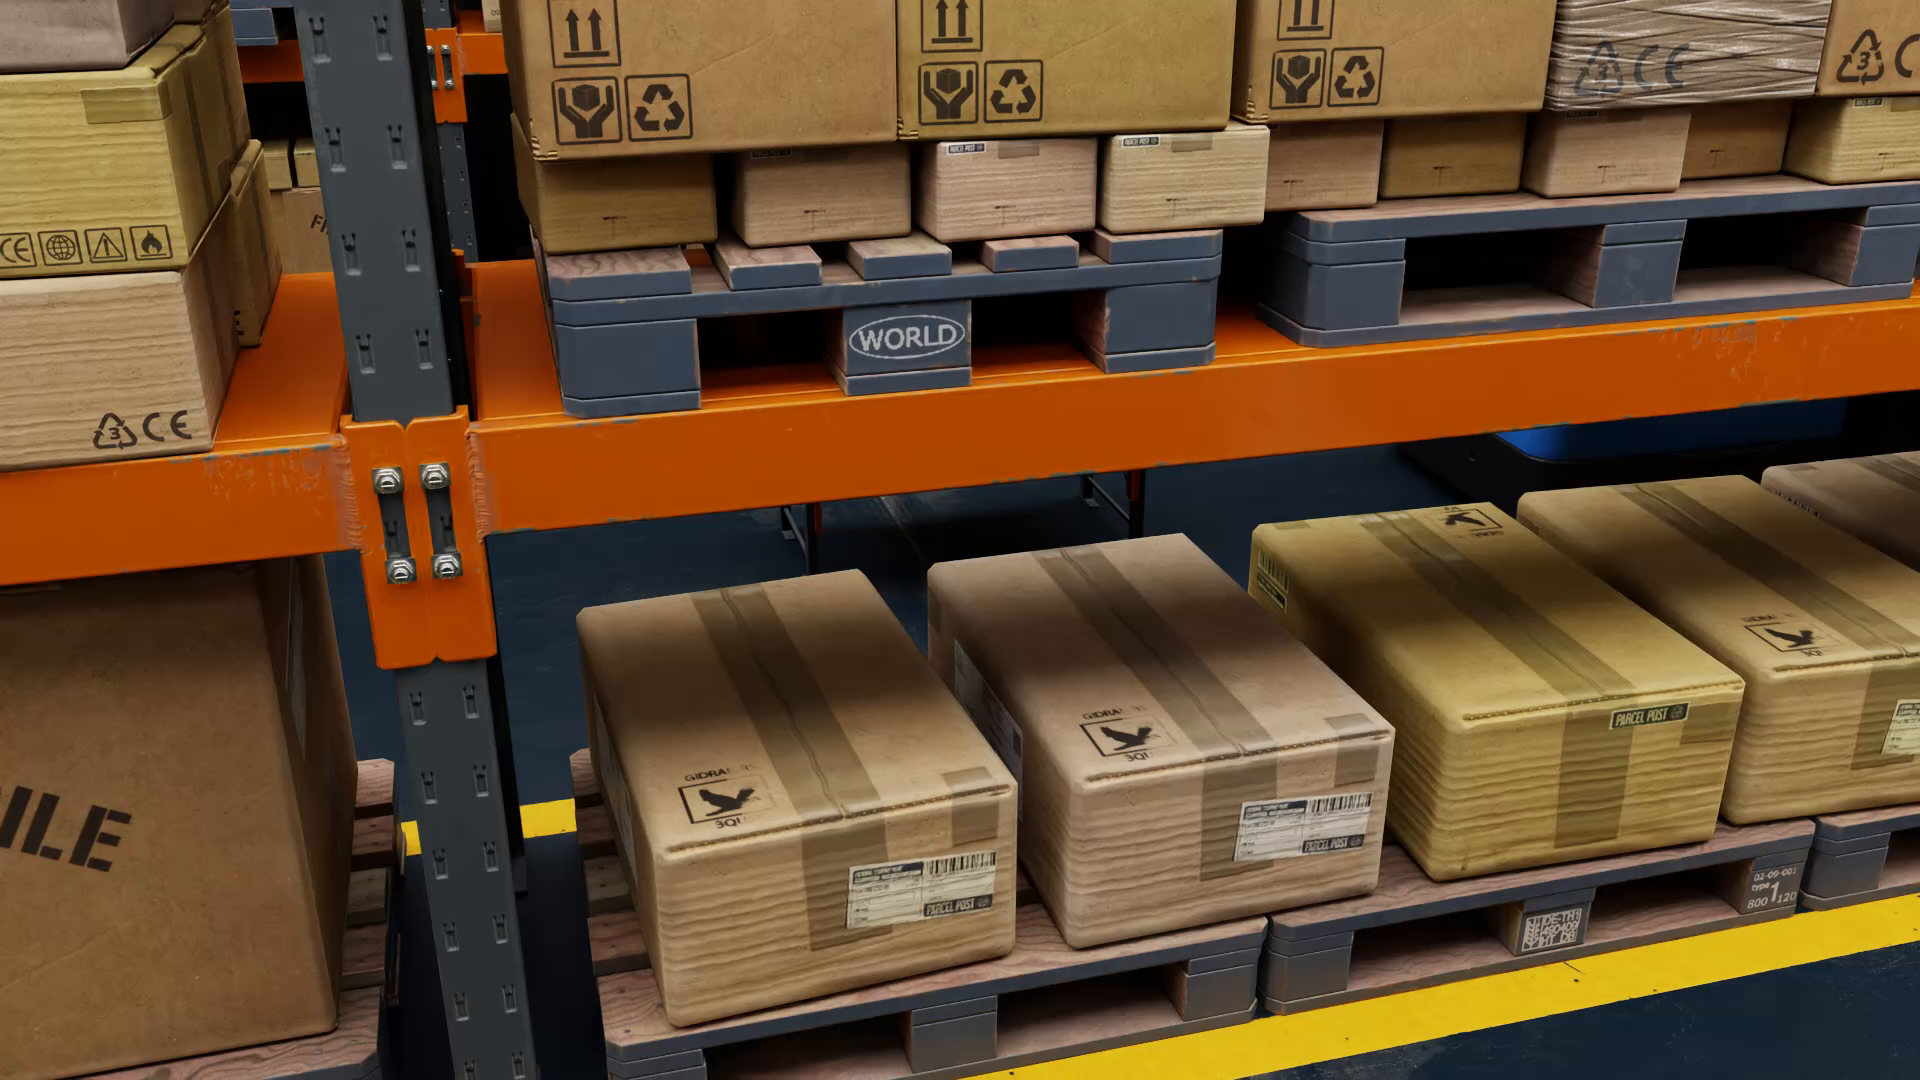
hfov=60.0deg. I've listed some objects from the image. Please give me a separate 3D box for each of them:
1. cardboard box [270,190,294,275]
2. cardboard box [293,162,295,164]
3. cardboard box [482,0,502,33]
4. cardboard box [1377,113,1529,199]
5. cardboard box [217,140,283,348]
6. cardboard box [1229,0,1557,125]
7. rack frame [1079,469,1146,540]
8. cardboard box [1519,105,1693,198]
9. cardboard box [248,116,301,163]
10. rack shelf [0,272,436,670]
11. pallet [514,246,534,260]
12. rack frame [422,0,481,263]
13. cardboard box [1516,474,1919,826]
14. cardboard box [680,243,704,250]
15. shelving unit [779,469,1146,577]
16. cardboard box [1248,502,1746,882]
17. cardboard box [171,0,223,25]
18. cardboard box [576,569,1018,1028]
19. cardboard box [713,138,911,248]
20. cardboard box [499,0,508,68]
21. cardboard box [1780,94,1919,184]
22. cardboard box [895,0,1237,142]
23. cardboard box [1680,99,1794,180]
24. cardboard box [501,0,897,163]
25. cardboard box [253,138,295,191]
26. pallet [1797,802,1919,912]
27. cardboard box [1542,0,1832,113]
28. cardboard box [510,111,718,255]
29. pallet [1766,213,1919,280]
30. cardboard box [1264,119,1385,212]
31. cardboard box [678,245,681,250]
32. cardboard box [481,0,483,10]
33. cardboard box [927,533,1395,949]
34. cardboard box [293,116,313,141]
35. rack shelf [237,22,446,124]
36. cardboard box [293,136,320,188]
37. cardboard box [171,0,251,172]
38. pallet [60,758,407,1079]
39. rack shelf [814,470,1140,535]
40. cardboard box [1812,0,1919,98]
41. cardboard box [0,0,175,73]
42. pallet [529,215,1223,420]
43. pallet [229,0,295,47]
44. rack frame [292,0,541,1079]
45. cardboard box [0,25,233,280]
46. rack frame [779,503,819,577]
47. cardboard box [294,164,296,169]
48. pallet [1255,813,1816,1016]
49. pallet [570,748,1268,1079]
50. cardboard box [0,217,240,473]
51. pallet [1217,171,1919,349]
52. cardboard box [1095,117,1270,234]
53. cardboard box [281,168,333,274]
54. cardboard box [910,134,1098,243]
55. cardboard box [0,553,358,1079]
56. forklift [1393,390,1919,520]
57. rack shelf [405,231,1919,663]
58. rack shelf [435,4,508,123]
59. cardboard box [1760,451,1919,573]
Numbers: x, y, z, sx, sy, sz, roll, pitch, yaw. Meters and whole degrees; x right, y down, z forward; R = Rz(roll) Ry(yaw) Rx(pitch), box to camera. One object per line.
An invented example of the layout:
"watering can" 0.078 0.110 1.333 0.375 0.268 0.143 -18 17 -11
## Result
"cardboard box" -3.074 -1.268 7.039 0.500 0.500 0.500 -7 24 -15
"cardboard box" -3.199 -1.461 7.488 0.500 0.500 0.500 -6 24 -14
"cardboard box" -1.747 -2.285 6.962 0.500 0.250 0.500 -6 24 -14
"cardboard box" 0.768 -0.708 2.882 0.250 0.149 0.380 -5 24 -12
"cardboard box" -1.435 -0.490 2.779 0.500 0.250 0.500 -7 24 -15
"cardboard box" 0.610 -0.969 2.667 0.500 0.500 0.500 -6 24 -13
"rack frame" 0.483 -0.570 5.153 0.032 1.125 0.500 -6 24 -14
"cardboard box" 1.037 -0.711 2.889 0.250 0.149 0.380 -6 24 -13
"cardboard box" -3.089 -1.787 7.425 0.250 0.149 0.380 -6 24 -13
"rack shelf" -2.821 0.028 2.293 4.000 0.370 1.077 -6 24 -14
"pallet" -1.437 -1.191 7.759 1.213 0.211 1.003 -6 24 -14
"rack frame" -2.240 -2.400 7.039 0.127 3.000 1.000 -6 24 -14
"cardboard box" 1.760 0.207 3.762 0.625 0.372 0.950 -5 24 -11
"cardboard box" -1.009 -1.635 7.736 0.625 0.625 0.875 -6 24 -13
"shelving unit" -0.007 -0.516 5.027 1.048 1.125 0.538 -6 24 -14
"cardboard box" 1.091 0.282 3.588 0.625 0.372 0.950 -6 24 -13
"cardboard box" -1.436 -1.062 2.525 0.500 0.500 0.500 -7 24 -16
"cardboard box" -0.349 0.442 3.215 0.625 0.372 0.950 -8 24 -18
"cardboard box" -0.251 -0.575 2.571 0.250 0.149 0.380 -8 24 -18
"cardboard box" -0.533 -1.045 2.846 0.500 0.500 0.500 -7 24 -16
"cardboard box" 1.549 -0.757 2.995 0.250 0.149 0.380 -6 24 -14
"cardboard box" 0.100 -0.910 2.529 0.500 0.500 0.500 -5 24 -12
"cardboard box" 1.267 -0.768 3.021 0.250 0.149 0.380 -7 24 -16
"cardboard box" -0.400 -0.851 2.394 0.500 0.500 0.500 -7 24 -16
"cardboard box" -2.901 -1.553 6.879 0.250 0.149 0.380 -8 24 -17
"pallet" 2.207 0.423 3.996 1.213 0.211 1.003 -6 24 -14
"cardboard box" 1.093 -1.019 2.784 0.500 0.500 0.500 -7 24 -16
"cardboard box" -0.532 -0.557 2.531 0.250 0.149 0.380 -8 24 -17
"pallet" 2.181 -0.828 3.618 1.213 0.211 1.003 -6 24 -14
"cardboard box" 0.506 -0.663 2.777 0.250 0.149 0.380 -5 24 -11
"cardboard box" -1.636 -1.563 7.567 0.625 0.625 0.875 -6 24 -13
"cardboard box" -1.876 -2.476 7.406 0.500 0.250 0.500 -7 24 -15
"cardboard box" 0.360 0.361 3.405 0.625 0.372 0.950 -7 24 -15
"cardboard box" -2.826 -1.805 7.467 0.250 0.149 0.380 -5 24 -12
"rack shelf" -4.166 -1.856 6.684 4.000 0.370 1.077 -6 24 -14
"cardboard box" -2.647 -1.593 6.974 0.250 0.149 0.380 -8 24 -17
"cardboard box" -1.450 -0.716 2.672 0.500 0.250 0.500 -6 24 -15
"pallet" -1.675 0.821 3.069 1.213 0.211 1.003 -6 24 -14
"rack shelf" -0.007 -0.292 5.123 1.000 0.278 0.538 -6 24 -14
"cardboard box" 1.597 -1.075 2.915 0.500 0.500 0.500 -5 24 -13
"cardboard box" -1.323 -0.867 2.071 0.500 0.500 0.500 -7 24 -16
"pallet" -0.238 -0.544 2.957 1.003 0.211 1.213 -6 24 -14
"pallet" -2.874 -2.213 6.846 1.003 0.211 1.213 -6 24 -14
"rack frame" -0.895 -0.516 2.648 0.127 3.000 1.000 -6 24 -14
"cardboard box" -1.293 -0.529 2.234 0.500 0.250 0.500 -6 24 -15
"rack frame" -0.496 -0.462 4.900 0.032 1.125 0.500 -6 24 -14
"cardboard box" -2.721 -1.506 7.592 0.500 0.500 0.500 -5 24 -12
"pallet" 1.030 0.554 3.690 1.213 0.211 1.003 -6 24 -14
"pallet" -0.143 0.683 3.391 1.213 0.211 1.003 -6 24 -14
"cardboard box" -1.312 -0.294 2.322 0.500 0.250 0.500 -7 24 -16
"pallet" 0.999 -0.654 3.213 1.213 0.211 1.003 -6 24 -14
"cardboard box" 0.295 -0.608 2.648 0.250 0.149 0.380 -6 24 -14
"cardboard box" -2.589 -1.317 7.154 0.500 0.500 0.500 -6 24 -13
"cardboard box" 0.025 -0.586 2.598 0.250 0.149 0.380 -8 24 -18
"cardboard box" -1.583 0.310 2.886 0.875 0.875 0.875 -7 24 -15
"forklift" 3.082 -1.628 5.328 3.031 2.935 1.130 -6 24 -13
"rack shelf" 1.030 -0.398 3.286 4.000 0.370 1.077 -6 24 -14
"rack shelf" -0.314 -2.282 7.677 4.000 0.370 1.077 -6 24 -14
"cardboard box" 2.452 0.130 3.944 0.625 0.372 0.950 -6 24 -14
